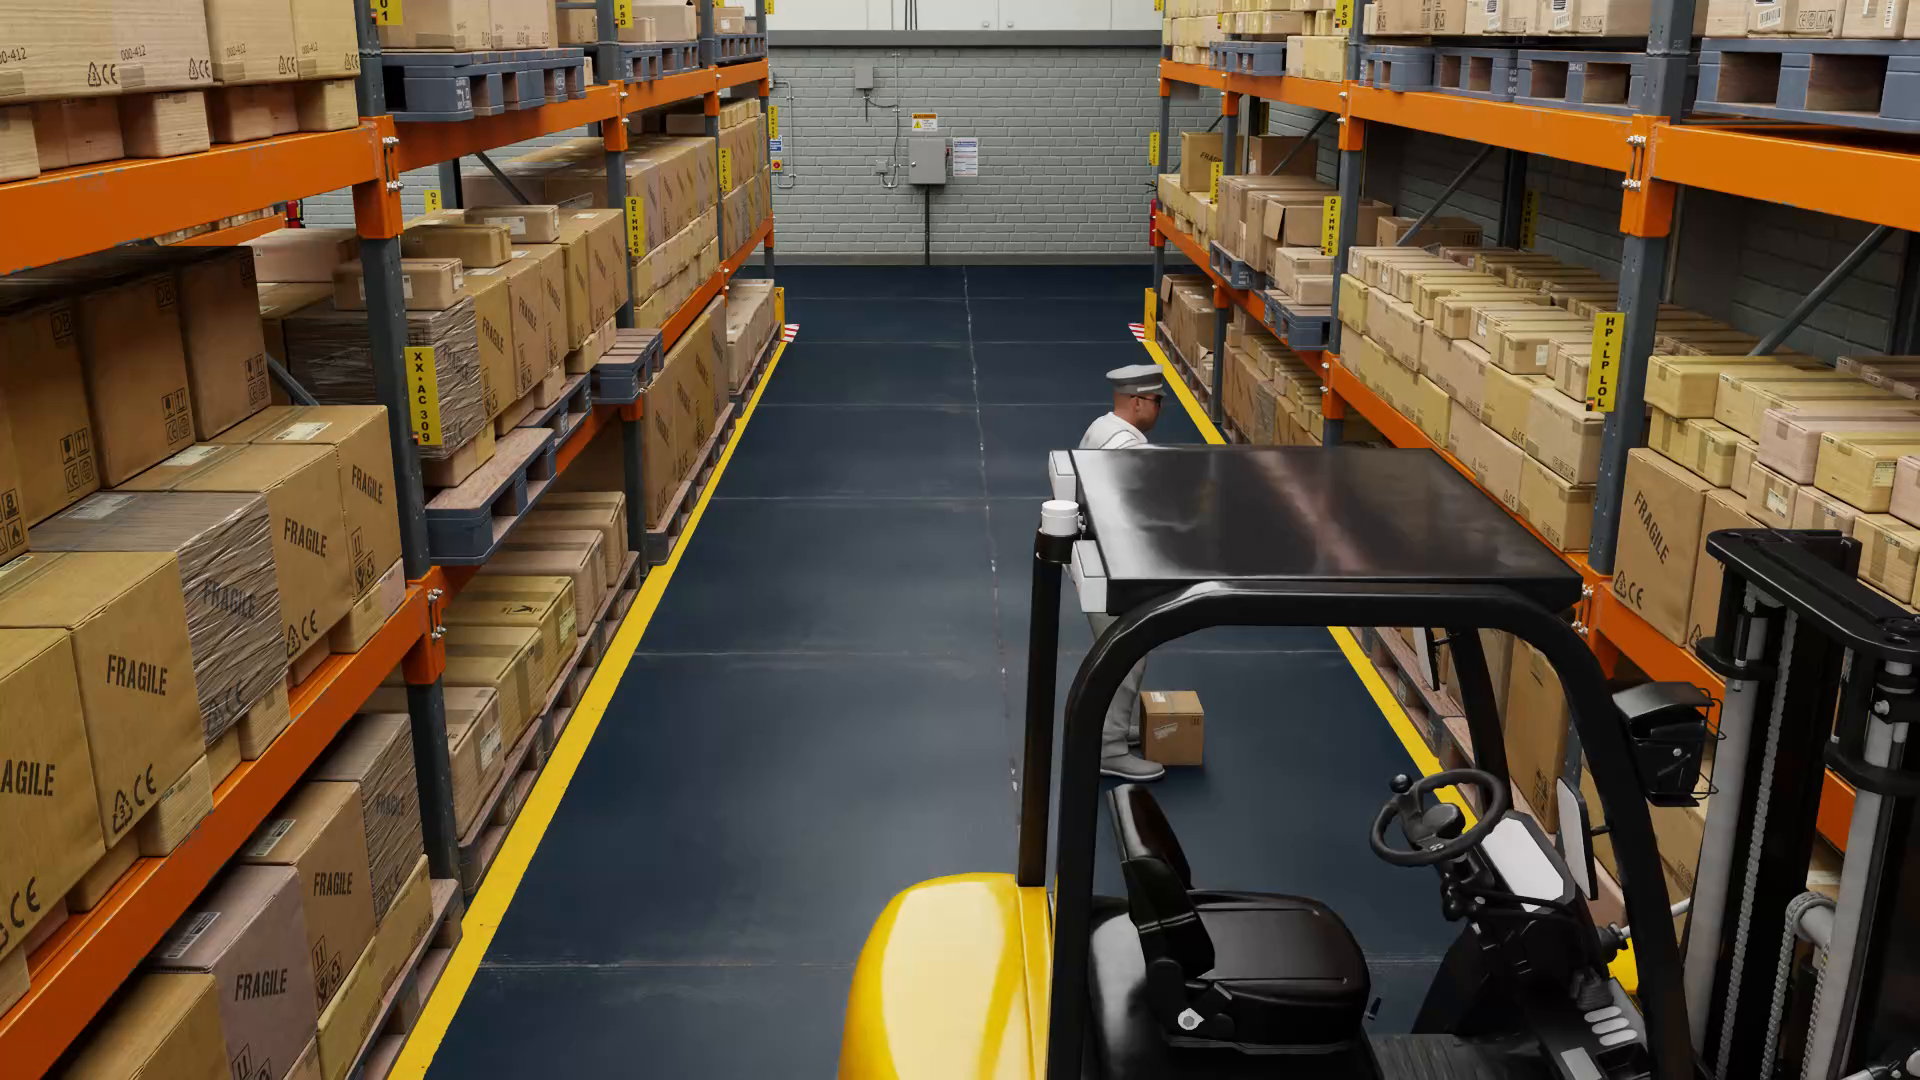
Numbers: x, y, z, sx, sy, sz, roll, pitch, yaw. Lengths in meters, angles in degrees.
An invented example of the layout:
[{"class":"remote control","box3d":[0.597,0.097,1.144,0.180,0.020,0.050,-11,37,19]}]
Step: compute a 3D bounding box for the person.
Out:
[{"class":"person","box3d":[0.658,0.117,7.146,0.434,1.749,0.606,-1,17,-4]}]
